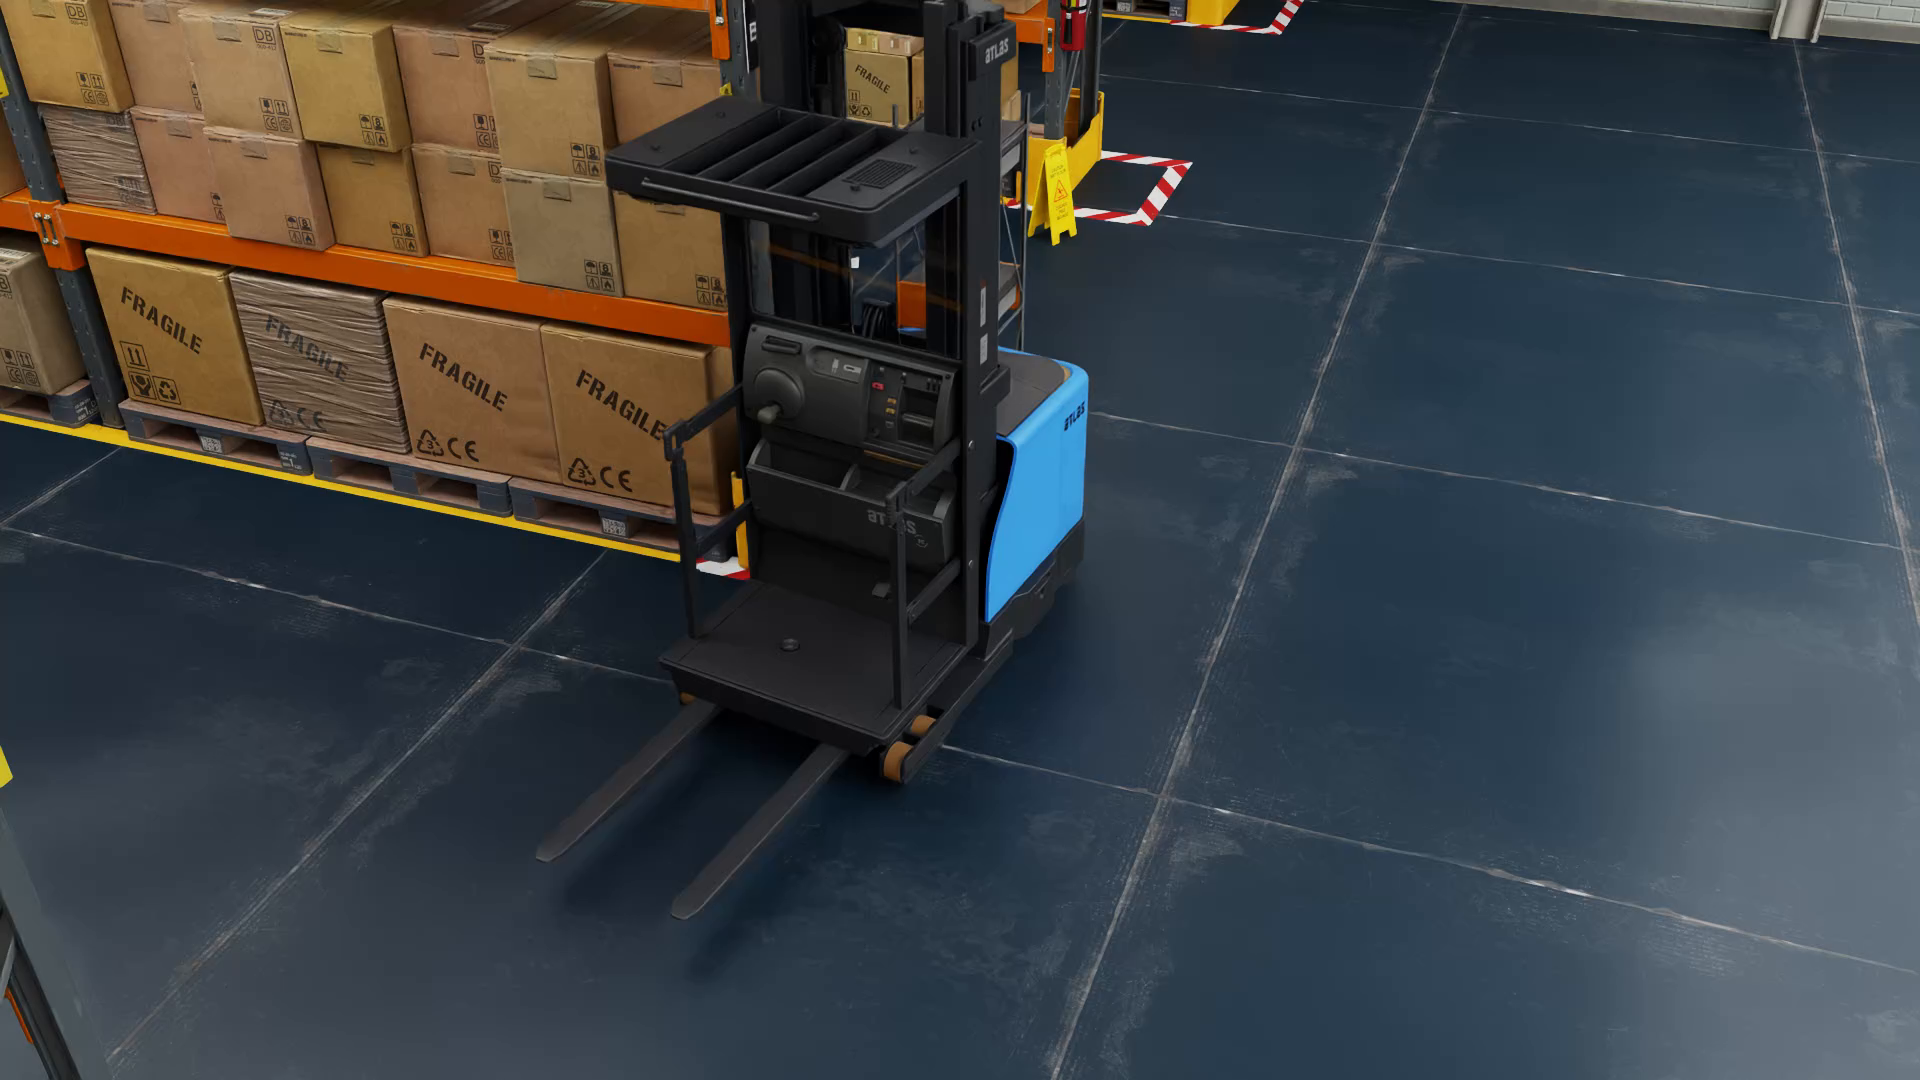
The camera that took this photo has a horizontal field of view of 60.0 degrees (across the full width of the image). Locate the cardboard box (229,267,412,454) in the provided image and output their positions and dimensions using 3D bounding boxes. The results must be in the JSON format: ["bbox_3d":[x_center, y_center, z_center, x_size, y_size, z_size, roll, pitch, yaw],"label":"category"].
[{"bbox_3d":[-3.105,-1.103,8.765,0.875,0.875,0.875,11,35,17],"label":"cardboard box"}]

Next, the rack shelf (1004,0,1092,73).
[{"bbox_3d":[-1.066,-4.011,12.360,4.000,0.370,1.077,11,34,16],"label":"rack shelf"}]

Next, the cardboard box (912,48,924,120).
[{"bbox_3d":[-0.025,-3.297,12.047,0.500,0.500,0.500,11,35,17],"label":"cardboard box"}]

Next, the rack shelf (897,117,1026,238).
[{"bbox_3d":[0.007,-1.665,7.625,0.480,0.518,0.431,13,35,19],"label":"rack shelf"}]

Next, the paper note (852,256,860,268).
[{"bbox_3d":[-0.744,-1.856,11.097,0.142,0.019,0.148,0,33,0],"label":"paper note"}]

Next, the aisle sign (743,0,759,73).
[{"bbox_3d":[-0.792,-2.327,6.692,0.004,0.787,0.394,11,34,16],"label":"aisle sign"}]

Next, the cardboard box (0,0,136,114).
[{"bbox_3d":[-4.187,-2.565,8.323,0.550,0.550,0.875,11,34,16],"label":"cardboard box"}]

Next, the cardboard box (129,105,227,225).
[{"bbox_3d":[-3.646,-2.045,8.514,0.550,0.550,0.875,11,34,16],"label":"cardboard box"}]

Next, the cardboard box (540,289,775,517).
[{"bbox_3d":[-1.418,-0.775,8.257,0.875,0.875,0.875,11,35,17],"label":"cardboard box"}]

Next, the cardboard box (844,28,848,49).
[{"bbox_3d":[-0.876,-3.699,12.072,0.250,0.149,0.380,12,35,19],"label":"cardboard box"}]

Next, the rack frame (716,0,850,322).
[{"bbox_3d":[-0.758,-1.401,7.654,0.127,3.000,1.000,11,34,16],"label":"rack frame"}]

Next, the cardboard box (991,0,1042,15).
[{"bbox_3d":[0.393,-3.801,11.603,0.250,0.149,0.380,12,35,18],"label":"cardboard box"}]

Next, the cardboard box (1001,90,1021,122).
[{"bbox_3d":[0.151,-3.257,12.677,0.500,0.250,0.500,11,34,16],"label":"cardboard box"}]

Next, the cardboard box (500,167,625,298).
[{"bbox_3d":[-1.647,-1.598,7.822,0.550,0.550,0.875,11,34,16],"label":"cardboard box"}]

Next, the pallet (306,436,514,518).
[{"bbox_3d":[-2.681,-0.560,8.923,1.213,0.211,1.003,11,34,16],"label":"pallet"}]

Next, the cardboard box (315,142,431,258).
[{"bbox_3d":[-2.645,-1.841,8.197,0.500,0.550,0.875,11,34,16],"label":"cardboard box"}]

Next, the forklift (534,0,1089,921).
[{"bbox_3d":[-0.544,-0.529,6.367,1.130,2.935,3.031,16,36,23],"label":"forklift"}]

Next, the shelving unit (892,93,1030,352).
[{"bbox_3d":[0.005,-1.089,7.999,0.503,2.100,0.431,13,35,19],"label":"shelving unit"}]

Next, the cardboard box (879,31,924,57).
[{"bbox_3d":[-0.393,-3.602,11.922,0.250,0.149,0.380,12,35,18],"label":"cardboard box"}]

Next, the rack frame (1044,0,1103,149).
[{"bbox_3d":[0.817,-3.947,11.598,0.127,3.000,1.000,11,34,16],"label":"rack frame"}]

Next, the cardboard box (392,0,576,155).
[{"bbox_3d":[-2.124,-2.231,7.806,0.550,0.550,0.875,11,34,16],"label":"cardboard box"}]

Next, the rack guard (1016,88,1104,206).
[{"bbox_3d":[0.746,-2.911,12.297,0.348,0.500,1.175,11,34,16],"label":"rack guard"}]

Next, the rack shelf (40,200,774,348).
[{"bbox_3d":[-2.640,-1.465,8.416,4.000,0.370,1.077,11,34,16],"label":"rack shelf"}]

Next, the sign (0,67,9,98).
[{"bbox_3d":[-4.697,-2.307,8.064,0.005,0.325,0.100,11,34,16],"label":"sign"}]

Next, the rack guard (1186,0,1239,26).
[{"bbox_3d":[2.511,-5.428,16.196,0.348,0.500,1.175,11,34,16],"label":"rack guard"}]

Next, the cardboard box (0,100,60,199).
[{"bbox_3d":[-5.105,-2.134,8.698,0.500,0.500,0.500,11,34,16],"label":"cardboard box"}]

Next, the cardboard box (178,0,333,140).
[{"bbox_3d":[-3.169,-2.354,7.997,0.550,0.550,0.875,11,34,16],"label":"cardboard box"}]

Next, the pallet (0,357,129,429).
[{"bbox_3d":[-5.275,-1.064,9.704,1.213,0.211,1.003,11,34,16],"label":"pallet"}]

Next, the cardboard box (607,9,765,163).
[{"bbox_3d":[-1.094,-2.005,7.457,0.550,0.550,0.875,11,34,16],"label":"cardboard box"}]

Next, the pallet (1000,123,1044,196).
[{"bbox_3d":[-0.007,-2.956,12.634,1.213,0.211,1.003,11,34,16],"label":"pallet"}]

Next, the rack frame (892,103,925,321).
[{"bbox_3d":[-0.221,-1.140,8.077,0.015,2.100,0.400,13,35,19],"label":"rack frame"}]
